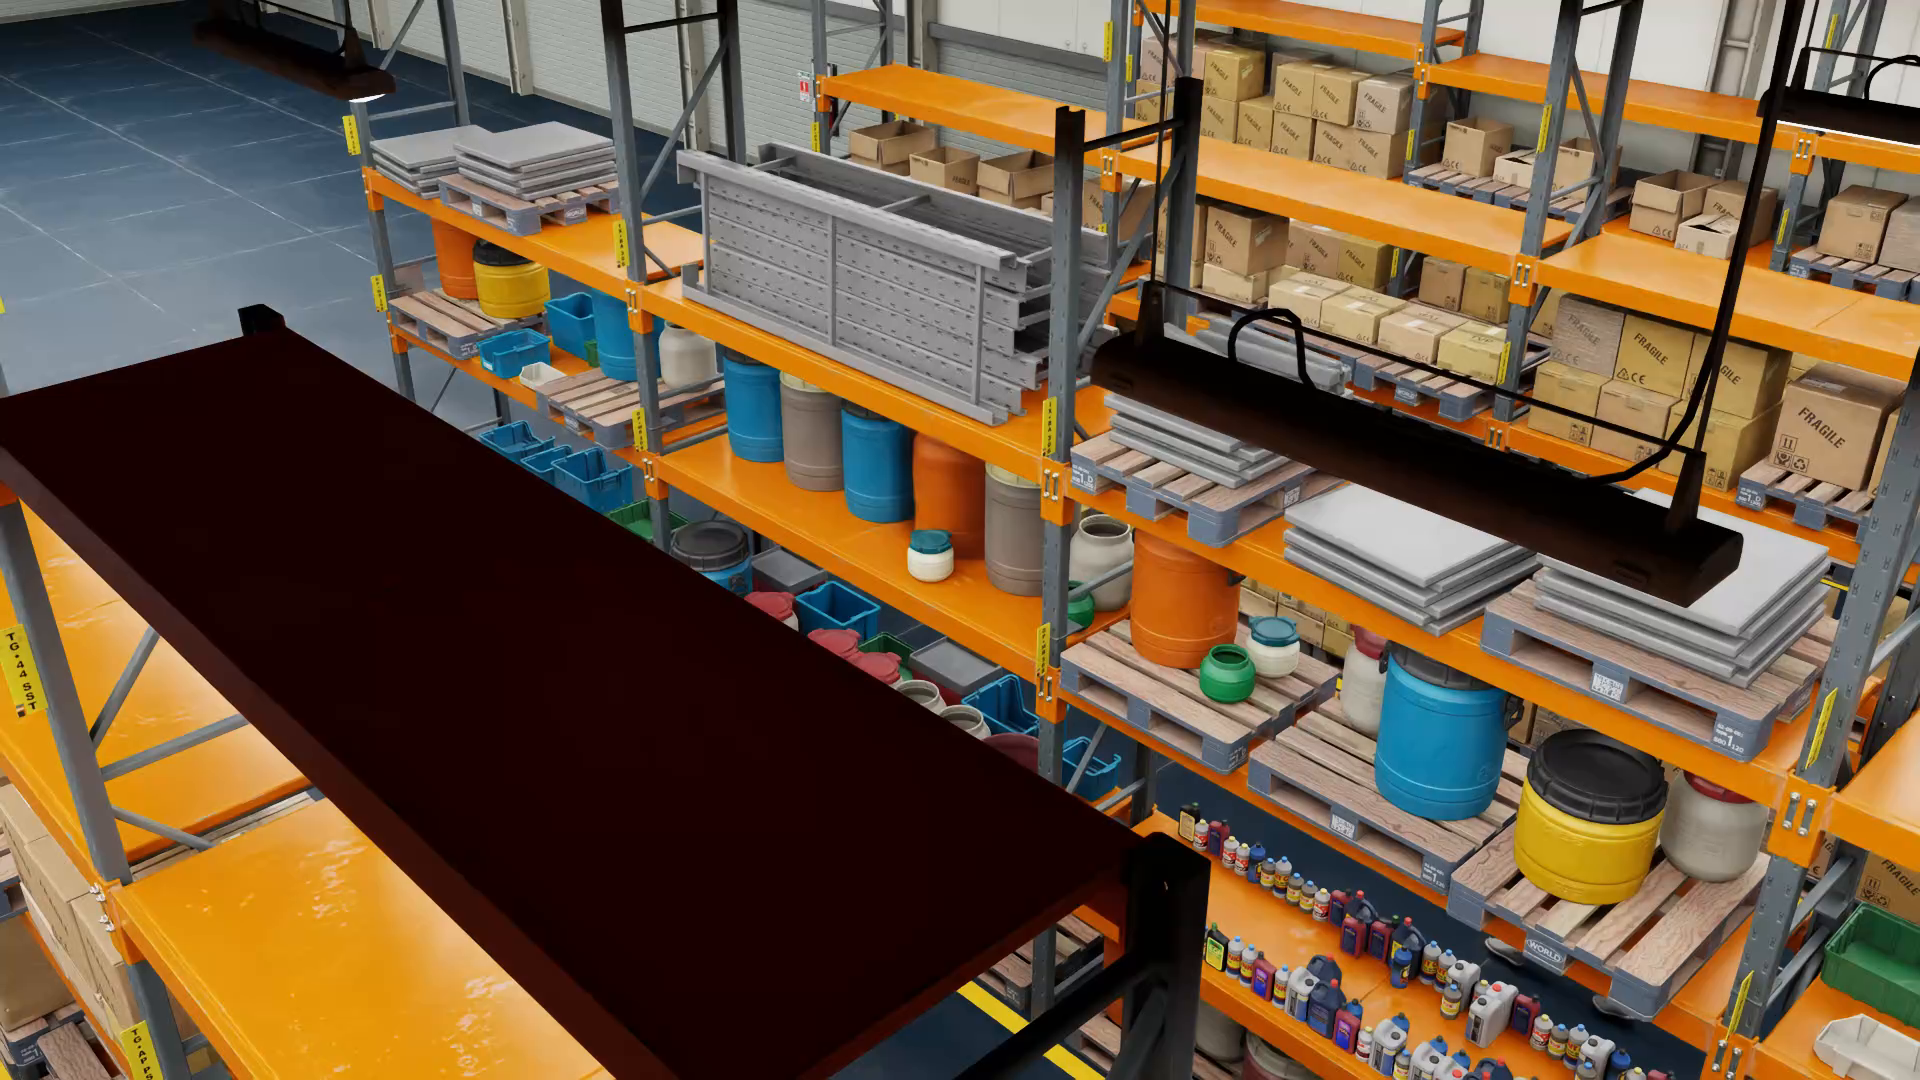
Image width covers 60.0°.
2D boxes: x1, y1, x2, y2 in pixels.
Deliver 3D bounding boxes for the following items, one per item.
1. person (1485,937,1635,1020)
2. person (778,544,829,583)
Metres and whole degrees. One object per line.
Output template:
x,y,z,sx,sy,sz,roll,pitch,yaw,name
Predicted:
3.994,2.301,10.808,1.051,1.620,0.505,19,33,31,person
-1.499,-0.124,15.365,0.967,1.631,0.468,14,31,25,person
